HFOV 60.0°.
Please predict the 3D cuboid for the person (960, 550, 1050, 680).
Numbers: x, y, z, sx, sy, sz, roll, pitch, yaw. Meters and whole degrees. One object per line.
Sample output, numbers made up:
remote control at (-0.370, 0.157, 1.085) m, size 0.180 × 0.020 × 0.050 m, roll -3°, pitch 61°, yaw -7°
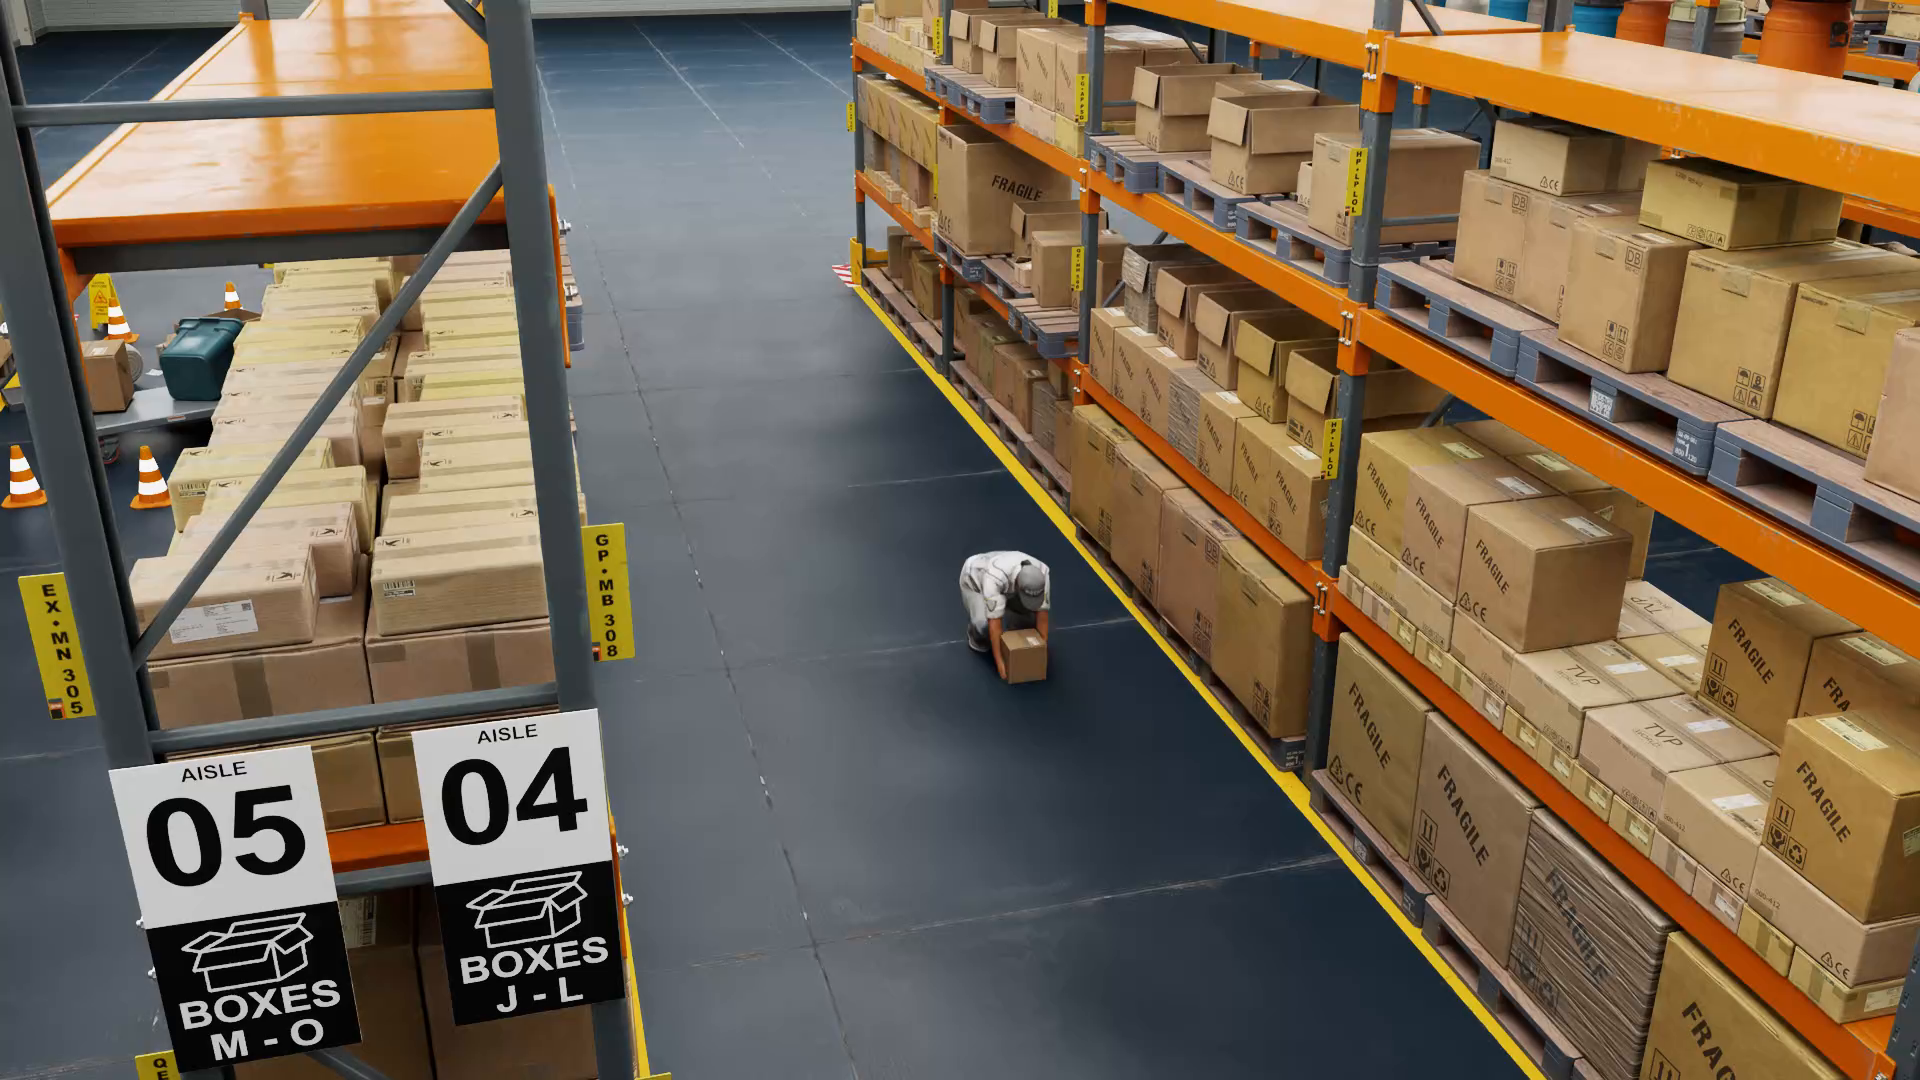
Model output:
person at (0.307, 0.408, 10.857) m, size 0.531 × 0.805 × 0.890 m, roll -6°, pitch 24°, yaw -15°
